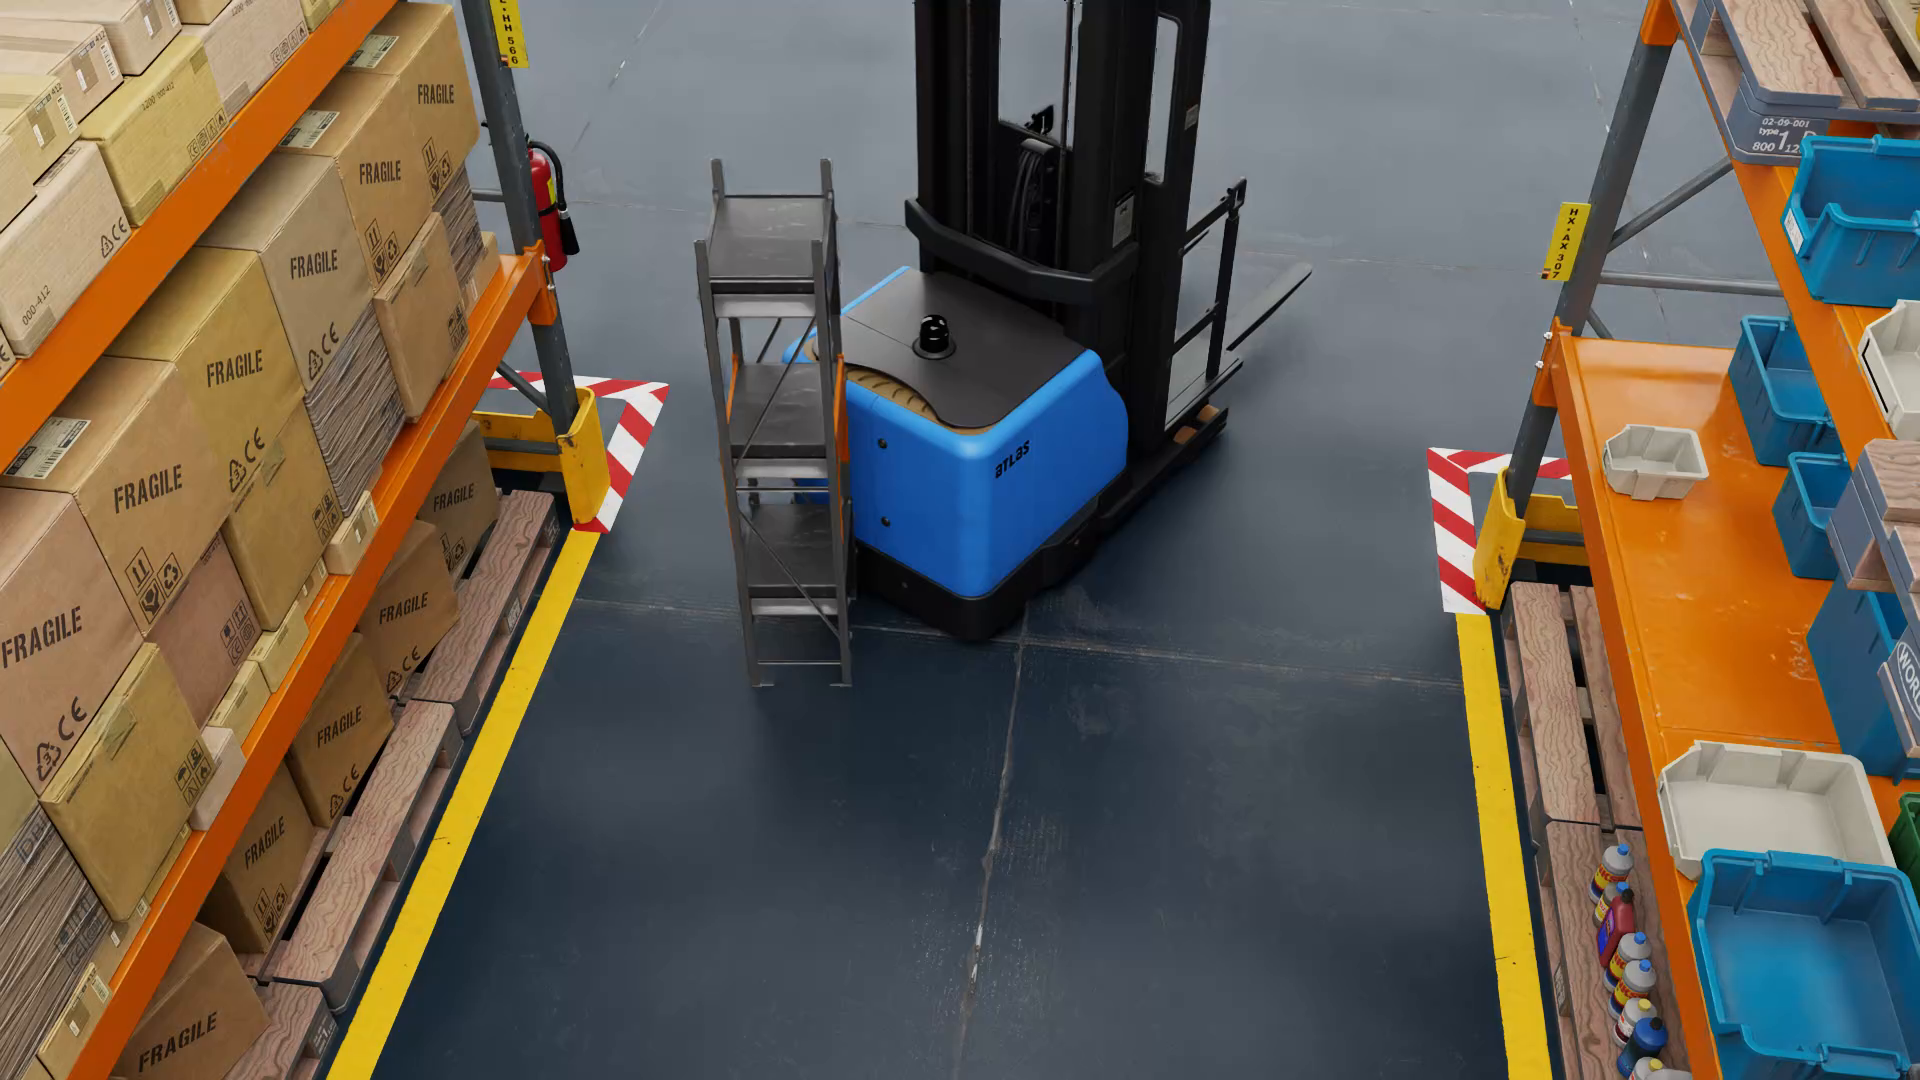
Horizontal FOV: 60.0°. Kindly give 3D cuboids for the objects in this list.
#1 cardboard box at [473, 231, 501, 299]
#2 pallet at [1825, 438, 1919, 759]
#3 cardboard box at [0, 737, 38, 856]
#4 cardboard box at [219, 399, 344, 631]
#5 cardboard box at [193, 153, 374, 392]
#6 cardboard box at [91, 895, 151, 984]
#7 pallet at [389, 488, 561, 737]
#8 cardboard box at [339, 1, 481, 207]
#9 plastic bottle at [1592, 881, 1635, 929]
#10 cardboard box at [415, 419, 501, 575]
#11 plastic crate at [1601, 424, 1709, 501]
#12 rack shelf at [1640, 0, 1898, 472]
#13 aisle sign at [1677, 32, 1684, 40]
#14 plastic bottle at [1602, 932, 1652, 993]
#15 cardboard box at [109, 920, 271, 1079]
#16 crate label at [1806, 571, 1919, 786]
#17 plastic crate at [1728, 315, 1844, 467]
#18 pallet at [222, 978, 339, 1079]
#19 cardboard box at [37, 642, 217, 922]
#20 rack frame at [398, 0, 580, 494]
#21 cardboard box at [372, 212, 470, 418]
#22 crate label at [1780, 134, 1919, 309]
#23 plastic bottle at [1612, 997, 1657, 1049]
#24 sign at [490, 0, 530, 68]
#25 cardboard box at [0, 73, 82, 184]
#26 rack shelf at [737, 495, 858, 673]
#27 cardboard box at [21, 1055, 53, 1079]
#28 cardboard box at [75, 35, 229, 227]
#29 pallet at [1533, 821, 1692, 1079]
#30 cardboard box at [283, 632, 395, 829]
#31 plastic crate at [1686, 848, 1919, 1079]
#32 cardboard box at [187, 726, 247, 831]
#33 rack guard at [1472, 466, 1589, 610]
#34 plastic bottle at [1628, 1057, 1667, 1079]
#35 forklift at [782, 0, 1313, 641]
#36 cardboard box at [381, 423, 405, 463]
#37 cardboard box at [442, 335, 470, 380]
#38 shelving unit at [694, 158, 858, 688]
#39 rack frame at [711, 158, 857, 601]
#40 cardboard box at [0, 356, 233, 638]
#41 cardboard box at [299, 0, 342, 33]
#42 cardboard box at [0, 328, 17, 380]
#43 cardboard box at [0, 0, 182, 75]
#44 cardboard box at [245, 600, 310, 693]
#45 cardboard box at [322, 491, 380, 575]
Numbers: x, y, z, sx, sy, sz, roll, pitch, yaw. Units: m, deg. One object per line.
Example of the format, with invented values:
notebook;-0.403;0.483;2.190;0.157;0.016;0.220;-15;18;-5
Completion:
cardboard box;-2.002;-1.072;6.405;0.380;0.149;0.250;5;44;6
pallet;2.210;0.279;2.751;1.213;0.211;1.003;5;44;6
cardboard box;-2.387;0.559;3.483;0.500;0.500;0.500;5;44;6
cardboard box;-2.403;-0.120;4.928;0.875;0.500;0.500;5;44;6
cardboard box;-2.126;-0.804;4.923;0.500;0.500;0.500;5;44;6
cardboard box;-2.320;0.980;4.238;0.380;0.149;0.250;5;44;6
pallet;-2.322;0.239;6.866;1.003;0.211;1.213;5;44;6
cardboard box;-1.997;-1.486;5.643;0.500;0.500;0.500;5;44;6
plastic bottle;2.178;1.209;5.529;0.097;0.201;0.097;0;43;0
cardboard box;-2.268;-0.197;6.811;0.500;0.500;0.500;13;45;13
plastic crate;2.303;-0.249;5.545;0.298;0.136;0.250;5;44;6
rack shelf;2.476;-0.390;3.844;1.077;0.370;4.000;5;44;6
aisle sign;2.459;-1.945;5.254;0.394;0.787;0.004;5;44;6
plastic bottle;2.146;1.346;5.333;0.097;0.271;0.097;0;43;0
cardboard box;-2.537;1.446;5.077;0.500;0.500;0.500;19;46;19
crate label;2.765;0.341;4.705;0.502;0.435;0.616;5;44;6
plastic crate;2.971;-0.503;5.730;0.499;0.251;0.616;5;44;6
pallet;-2.644;1.902;5.110;1.003;0.211;1.213;5;44;6
cardboard box;-2.476;0.567;4.202;0.875;0.500;0.500;5;44;6
rack frame;-2.169;-1.376;6.543;1.000;3.000;0.127;5;44;6
cardboard box;-2.216;-0.796;5.642;0.875;0.500;0.500;5;44;6
crate label;2.165;-0.715;3.772;0.502;0.251;0.408;5;44;6
plastic bottle;2.120;1.507;5.214;0.097;0.201;0.097;0;43;0
sign;-1.622;-1.847;5.969;0.100;0.325;0.005;5;44;6
cardboard box;-2.215;-0.915;3.694;0.380;0.149;0.250;4;44;5
rack shelf;-0.633;0.175;6.598;0.431;0.518;0.480;0;43;0
cardboard box;-2.372;1.322;3.877;0.380;0.149;0.250;5;44;6
cardboard box;-2.182;-1.027;4.102;0.500;0.250;0.500;5;44;5
pallet;2.500;1.525;5.508;1.003;0.211;1.213;5;44;6
cardboard box;-2.415;0.639;5.928;0.500;0.500;0.500;9;44;9
plastic crate;2.089;1.076;4.063;0.499;0.251;0.616;5;44;6
cardboard box;-2.223;0.642;4.595;0.380;0.149;0.250;5;44;6
rack guard;2.777;0.038;6.868;1.175;0.500;0.348;5;44;6
plastic bottle;2.093;1.648;5.066;0.097;0.201;0.097;0;43;0
forklift;0.590;-1.613;6.844;1.130;2.935;3.031;28;50;27
cardboard box;-2.141;-0.391;5.686;0.380;0.149;0.250;5;44;6
cardboard box;-2.018;-0.726;6.040;0.380;0.149;0.250;5;44;6
shelving unit;-0.633;-0.343;6.107;0.431;2.100;0.503;0;43;0
rack frame;-0.634;-0.511;6.284;0.400;2.100;0.015;0;43;0
cardboard box;-2.255;-0.122;4.203;0.500;0.500;0.500;5;44;6
cardboard box;-2.044;-1.718;4.833;0.500;0.250;0.500;5;44;6
cardboard box;-2.320;-0.329;3.365;0.500;0.250;0.500;5;44;5
cardboard box;-2.158;-1.269;4.068;0.380;0.149;0.250;3;44;3
cardboard box;-2.186;0.299;4.958;0.380;0.149;0.250;5;44;6
cardboard box;-2.097;-0.040;5.315;0.380;0.149;0.250;5;44;6
